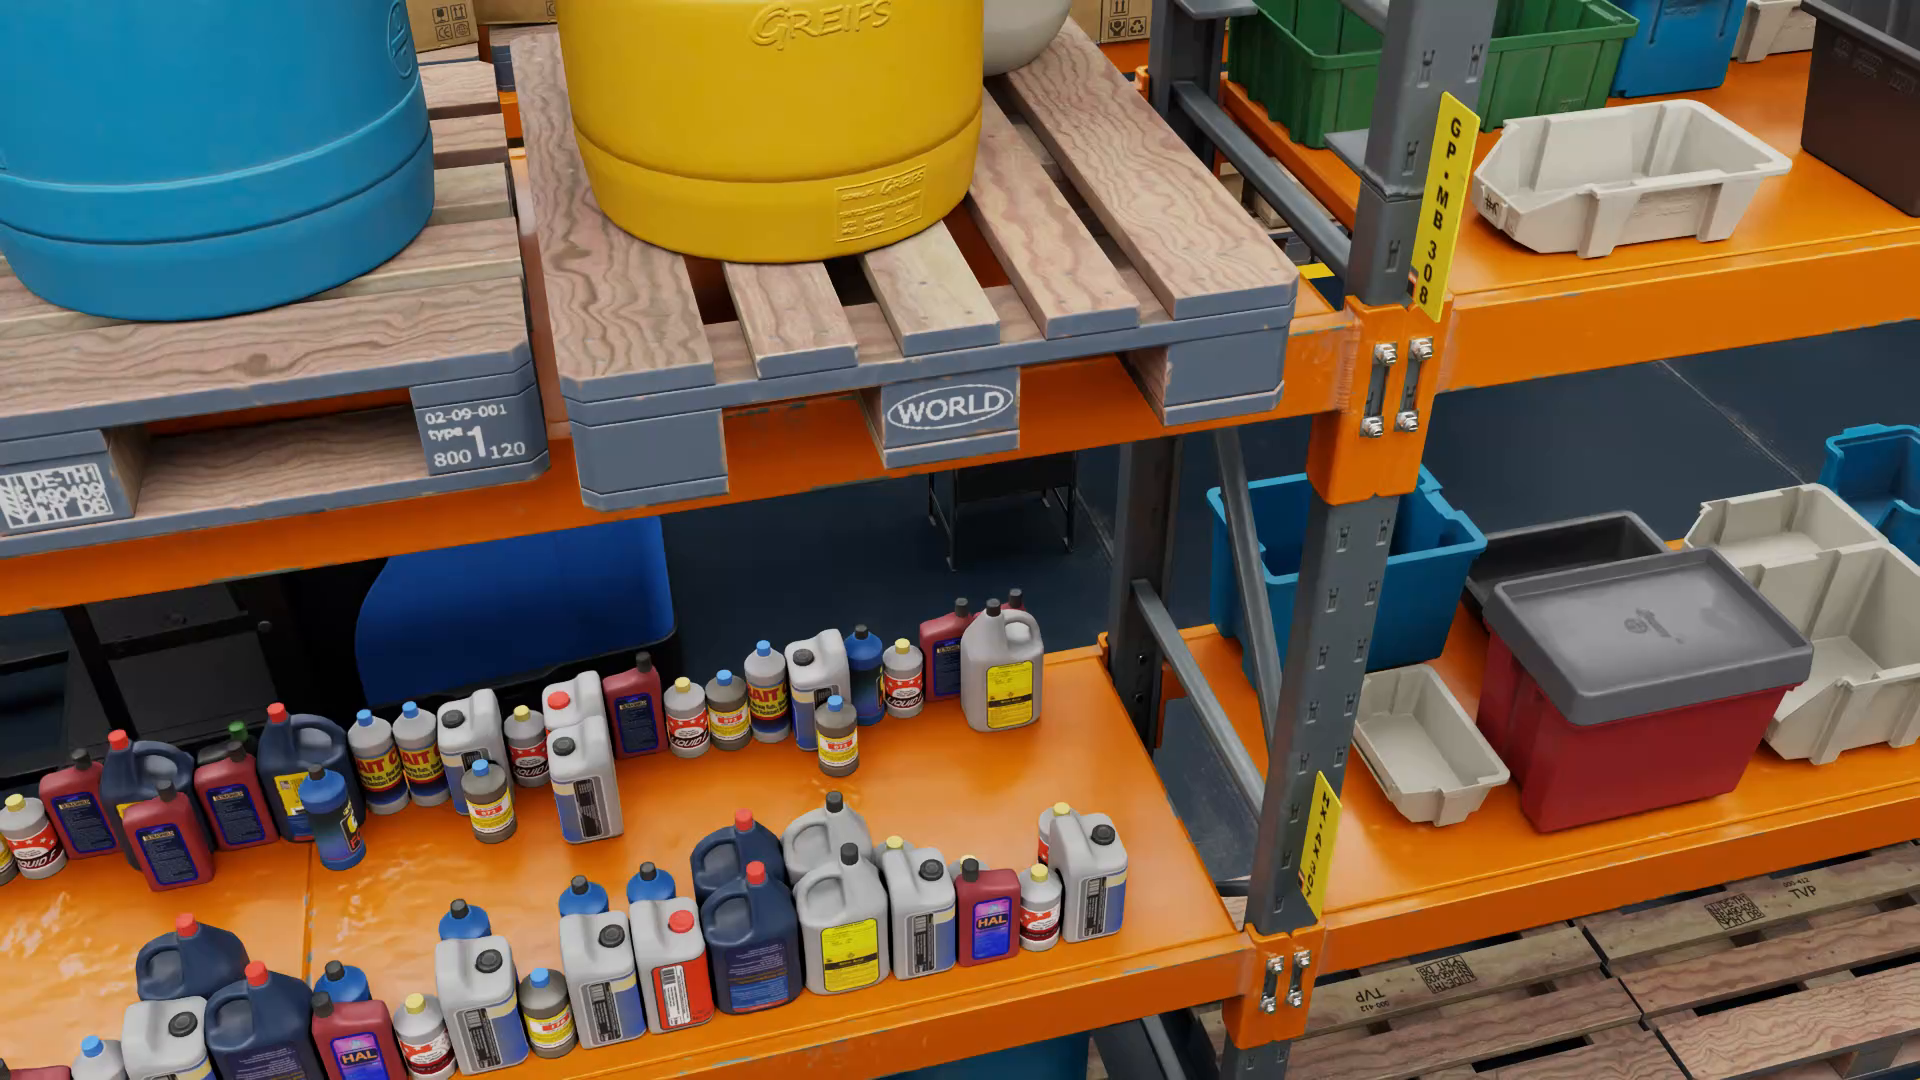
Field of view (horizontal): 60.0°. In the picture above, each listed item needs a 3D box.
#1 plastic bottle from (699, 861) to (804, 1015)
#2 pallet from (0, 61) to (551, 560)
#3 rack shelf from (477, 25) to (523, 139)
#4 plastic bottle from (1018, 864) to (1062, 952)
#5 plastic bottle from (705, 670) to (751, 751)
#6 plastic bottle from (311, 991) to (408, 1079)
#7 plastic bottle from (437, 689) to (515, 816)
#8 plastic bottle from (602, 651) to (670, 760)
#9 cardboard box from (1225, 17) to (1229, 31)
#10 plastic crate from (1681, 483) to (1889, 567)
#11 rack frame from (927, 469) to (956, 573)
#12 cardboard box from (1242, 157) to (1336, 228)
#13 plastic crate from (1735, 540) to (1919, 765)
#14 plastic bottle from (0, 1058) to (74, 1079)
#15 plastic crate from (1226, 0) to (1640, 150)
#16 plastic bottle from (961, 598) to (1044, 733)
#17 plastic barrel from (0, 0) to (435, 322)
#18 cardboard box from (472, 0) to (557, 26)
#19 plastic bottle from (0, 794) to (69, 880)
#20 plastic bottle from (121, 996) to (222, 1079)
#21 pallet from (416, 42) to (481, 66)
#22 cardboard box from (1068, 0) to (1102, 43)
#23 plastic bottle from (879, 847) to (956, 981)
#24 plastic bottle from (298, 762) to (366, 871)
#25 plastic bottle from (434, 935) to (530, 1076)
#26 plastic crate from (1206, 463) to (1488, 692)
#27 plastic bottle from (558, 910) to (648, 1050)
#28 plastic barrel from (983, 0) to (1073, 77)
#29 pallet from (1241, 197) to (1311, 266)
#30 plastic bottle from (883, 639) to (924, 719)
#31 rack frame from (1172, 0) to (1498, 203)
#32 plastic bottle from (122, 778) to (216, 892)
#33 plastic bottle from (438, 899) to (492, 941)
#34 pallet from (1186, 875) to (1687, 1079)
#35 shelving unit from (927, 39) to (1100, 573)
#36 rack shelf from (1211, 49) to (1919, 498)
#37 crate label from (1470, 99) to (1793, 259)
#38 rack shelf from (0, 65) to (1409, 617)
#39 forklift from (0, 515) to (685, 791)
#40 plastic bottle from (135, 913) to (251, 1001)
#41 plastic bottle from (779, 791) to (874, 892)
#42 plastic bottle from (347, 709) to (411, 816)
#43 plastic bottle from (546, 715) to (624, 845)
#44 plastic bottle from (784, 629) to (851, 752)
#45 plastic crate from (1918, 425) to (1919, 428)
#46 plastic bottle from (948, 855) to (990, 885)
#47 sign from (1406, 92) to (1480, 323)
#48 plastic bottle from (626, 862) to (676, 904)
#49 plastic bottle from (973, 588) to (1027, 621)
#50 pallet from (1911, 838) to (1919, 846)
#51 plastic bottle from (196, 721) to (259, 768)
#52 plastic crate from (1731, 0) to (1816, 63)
[{"bbox_3d":[-0.417,0.775,3.308,0.185,0.351,0.144,-9,38,-12],"label":"plastic bottle"},{"bbox_3d":[-1.262,-0.365,2.444,1.213,0.211,1.003,-9,38,-12],"label":"pallet"},{"bbox_3d":[-2.655,-1.915,7.376,4.000,0.370,1.077,-9,38,-12],"label":"rack shelf"},{"bbox_3d":[0.162,0.754,3.459,0.097,0.201,0.097,0,37,0],"label":"plastic bottle"},{"bbox_3d":[-0.549,0.393,3.931,0.097,0.201,0.097,0,37,0],"label":"plastic bottle"},{"bbox_3d":[-1.138,0.946,3.140,0.133,0.283,0.061,-9,38,-12],"label":"plastic bottle"},{"bbox_3d":[-1.101,0.471,3.767,0.135,0.276,0.152,-9,38,-12],"label":"plastic bottle"},{"bbox_3d":[-0.759,0.384,3.876,0.133,0.283,0.061,-9,38,-12],"label":"plastic bottle"},{"bbox_3d":[1.306,-2.720,7.755,0.500,0.500,0.500,-10,39,-13],"label":"cardboard box"},{"bbox_3d":[2.166,0.018,4.426,0.466,0.136,0.293,-9,38,-12],"label":"plastic crate"},{"bbox_3d":[-0.076,-0.822,6.096,0.015,2.100,0.400,-9,38,-12],"label":"rack frame"},{"bbox_3d":[1.752,-1.870,8.627,0.500,0.250,0.500,-9,38,-12],"label":"cardboard box"},{"bbox_3d":[2.086,0.278,3.966,0.530,0.282,0.437,-9,38,-12],"label":"plastic crate"},{"bbox_3d":[-1.669,1.034,3.026,0.133,0.283,0.061,-9,38,-12],"label":"plastic bottle"},{"bbox_3d":[0.894,-0.963,3.245,0.662,0.188,0.450,-9,38,-12],"label":"plastic crate"},{"bbox_3d":[0.100,0.280,3.955,0.185,0.351,0.144,-9,38,-12],"label":"plastic bottle"},{"bbox_3d":[-1.044,-0.808,2.111,0.708,0.901,0.600,-9,38,-12],"label":"plastic barrel"},{"bbox_3d":[-1.887,-2.634,7.296,0.500,0.500,0.700,-4,38,-5],"label":"cardboard box"},{"bbox_3d":[-2.022,0.635,3.615,0.097,0.201,0.097,0,37,0],"label":"plastic bottle"},{"bbox_3d":[-1.457,0.973,3.111,0.135,0.276,0.152,-9,38,-12],"label":"plastic bottle"},{"bbox_3d":[-2.710,-2.118,7.208,1.213,0.211,1.003,-9,38,-12],"label":"pallet"},{"bbox_3d":[0.332,-2.561,7.547,0.500,0.500,0.500,-9,38,-11],"label":"cardboard box"},{"bbox_3d":[-0.086,0.748,3.405,0.135,0.276,0.152,-9,38,-12],"label":"plastic bottle"},{"bbox_3d":[-1.370,0.591,3.615,0.097,0.271,0.097,0,37,0],"label":"plastic bottle"},{"bbox_3d":[-0.926,0.886,3.225,0.135,0.276,0.152,-9,38,-12],"label":"plastic bottle"},{"bbox_3d":[0.925,0.097,4.118,0.575,0.384,0.392,-9,38,-12],"label":"plastic crate"},{"bbox_3d":[-0.702,0.849,3.273,0.135,0.276,0.152,-9,38,-12],"label":"plastic bottle"},{"bbox_3d":[-0.010,-1.087,2.776,0.433,0.535,0.433,0,37,0],"label":"plastic barrel"},{"bbox_3d":[1.119,-1.713,8.816,1.213,0.211,1.003,-9,38,-12],"label":"pallet"},{"bbox_3d":[-0.137,0.326,4.019,0.097,0.201,0.097,0,37,0],"label":"plastic bottle"},{"bbox_3d":[0.563,-1.994,1.950,0.127,3.000,1.000,-9,38,-12],"label":"rack frame"},{"bbox_3d":[-1.700,0.629,3.555,0.133,0.283,0.061,-9,38,-12],"label":"plastic bottle"},{"bbox_3d":[-0.977,0.818,3.318,0.097,0.271,0.097,0,37,0],"label":"plastic bottle"},{"bbox_3d":[1.263,1.357,4.802,1.213,0.211,1.003,-9,38,-12],"label":"pallet"},{"bbox_3d":[0.160,-0.860,6.146,0.503,2.100,0.431,-9,38,-12],"label":"shelving unit"},{"bbox_3d":[2.494,-0.834,3.494,4.000,0.370,1.077,-9,38,-12],"label":"rack shelf"},{"bbox_3d":[1.111,-0.606,2.821,0.466,0.136,0.293,-9,38,-12],"label":"crate label"},{"bbox_3d":[-1.367,-0.200,2.666,4.000,0.370,1.077,-9,38,-12],"label":"rack shelf"},{"bbox_3d":[-2.564,-0.559,5.068,3.031,2.935,1.130,-13,39,-16],"label":"forklift"},{"bbox_3d":[-1.472,0.853,3.207,0.185,0.351,0.144,-9,38,-12],"label":"plastic bottle"},{"bbox_3d":[-0.276,0.661,3.457,0.185,0.351,0.144,-9,38,-12],"label":"plastic bottle"},{"bbox_3d":[-1.314,0.491,3.745,0.097,0.271,0.097,0,37,0],"label":"plastic bottle"},{"bbox_3d":[-0.837,0.524,3.698,0.135,0.276,0.152,-9,38,-12],"label":"plastic bottle"},{"bbox_3d":[-0.336,0.346,3.931,0.135,0.276,0.152,-9,38,-12],"label":"plastic bottle"},{"bbox_3d":[2.830,-0.148,4.562,0.300,0.233,0.416,-9,38,-12],"label":"plastic crate"},{"bbox_3d":[0.018,0.740,3.478,0.097,0.201,0.097,0,37,0],"label":"plastic bottle"},{"bbox_3d":[0.705,-0.483,2.437,0.005,0.325,0.100,-9,38,-12],"label":"sign"},{"bbox_3d":[-0.623,0.760,3.394,0.097,0.271,0.097,0,37,0],"label":"plastic bottle"},{"bbox_3d":[0.098,0.243,4.059,0.133,0.283,0.061,-9,38,-12],"label":"plastic bottle"},{"bbox_3d":[3.619,0.971,5.307,1.213,0.211,1.003,-9,38,-12],"label":"pallet"},{"bbox_3d":[-1.608,0.523,3.693,0.133,0.283,0.061,-9,38,-12],"label":"plastic bottle"},{"bbox_3d":[1.692,-1.123,3.497,0.466,0.136,0.293,-9,38,-12],"label":"plastic crate"}]
